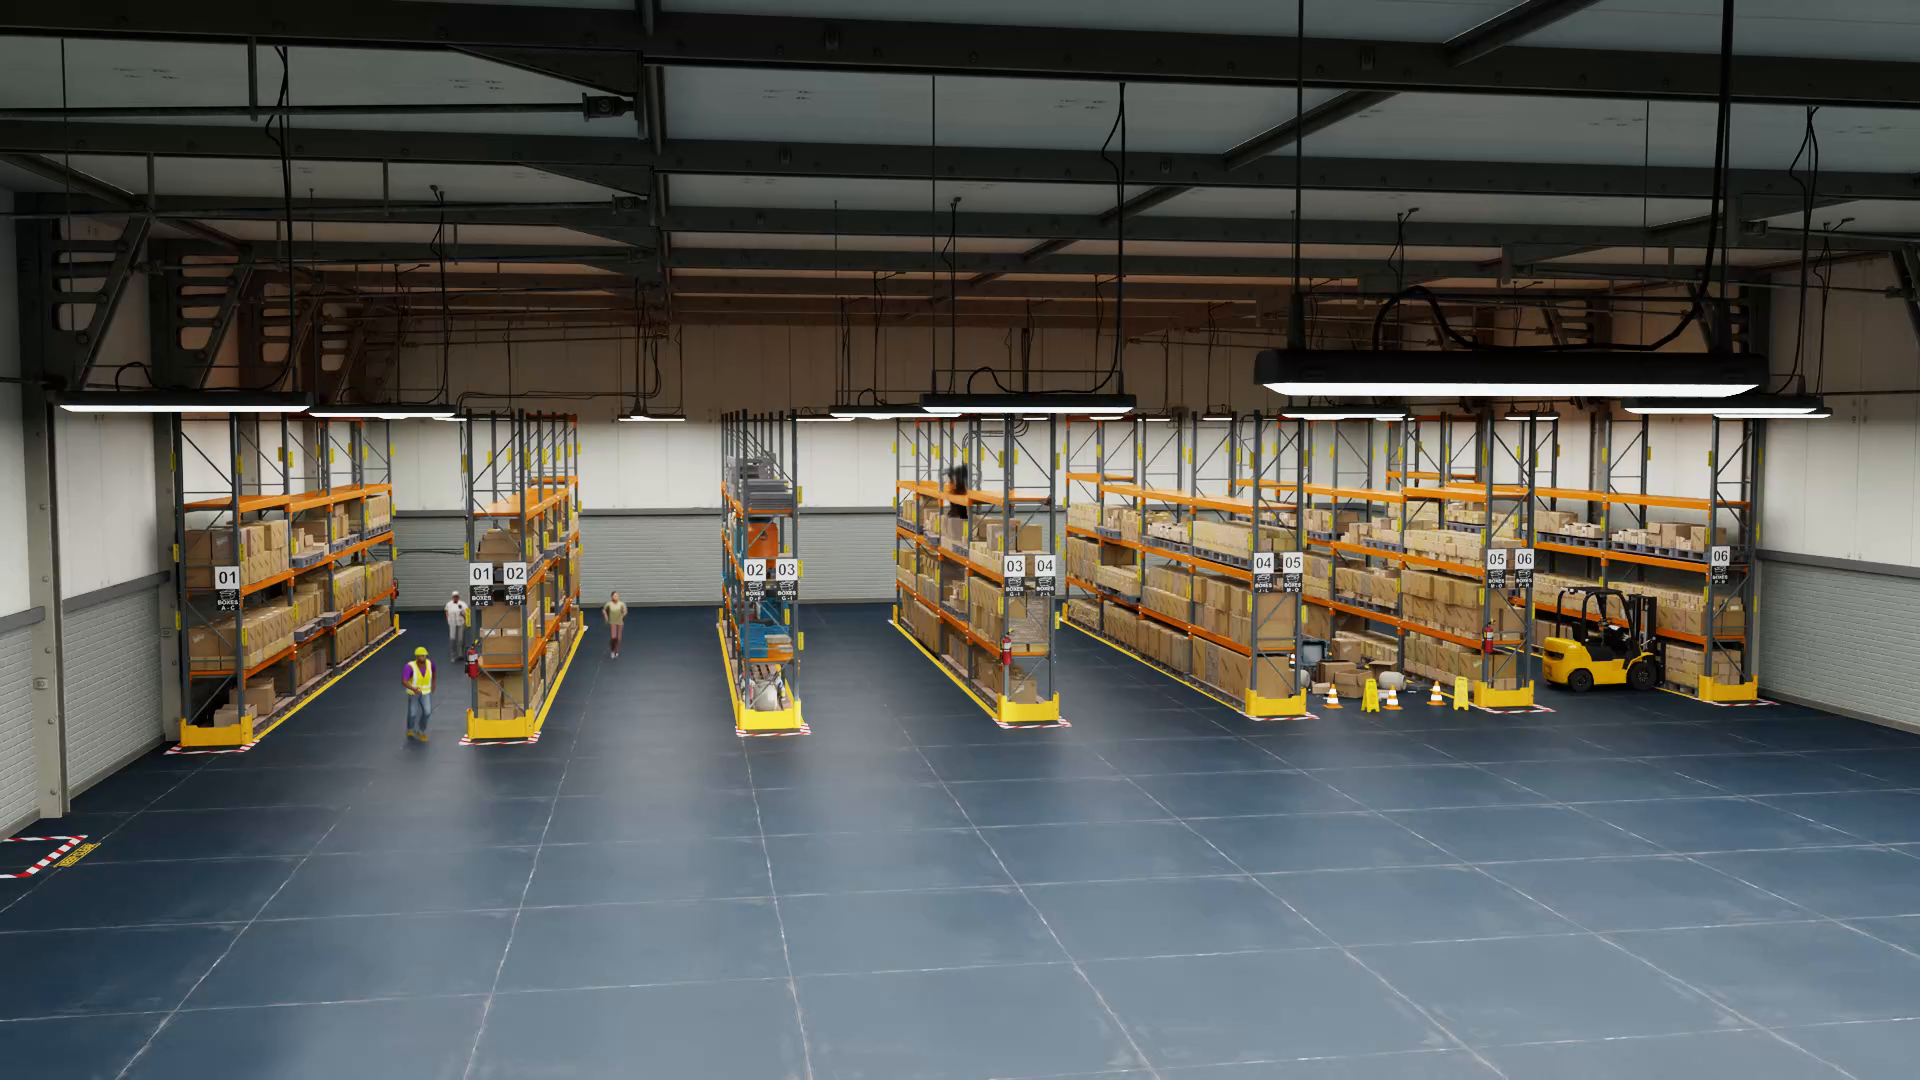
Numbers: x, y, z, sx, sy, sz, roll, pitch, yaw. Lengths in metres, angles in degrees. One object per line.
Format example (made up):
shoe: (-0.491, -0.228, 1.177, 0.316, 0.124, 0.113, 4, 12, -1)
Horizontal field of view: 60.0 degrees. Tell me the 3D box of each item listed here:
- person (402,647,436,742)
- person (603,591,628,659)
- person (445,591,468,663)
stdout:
person: (-9.771, 2.793, 30.067, 0.689, 1.753, 0.870, -2, 5, -31)
person: (-8.367, 2.066, 40.438, 0.572, 1.647, 0.642, -1, 4, -18)
person: (-12.162, 2.085, 40.216, 0.608, 1.707, 0.734, -1, 4, -8)
